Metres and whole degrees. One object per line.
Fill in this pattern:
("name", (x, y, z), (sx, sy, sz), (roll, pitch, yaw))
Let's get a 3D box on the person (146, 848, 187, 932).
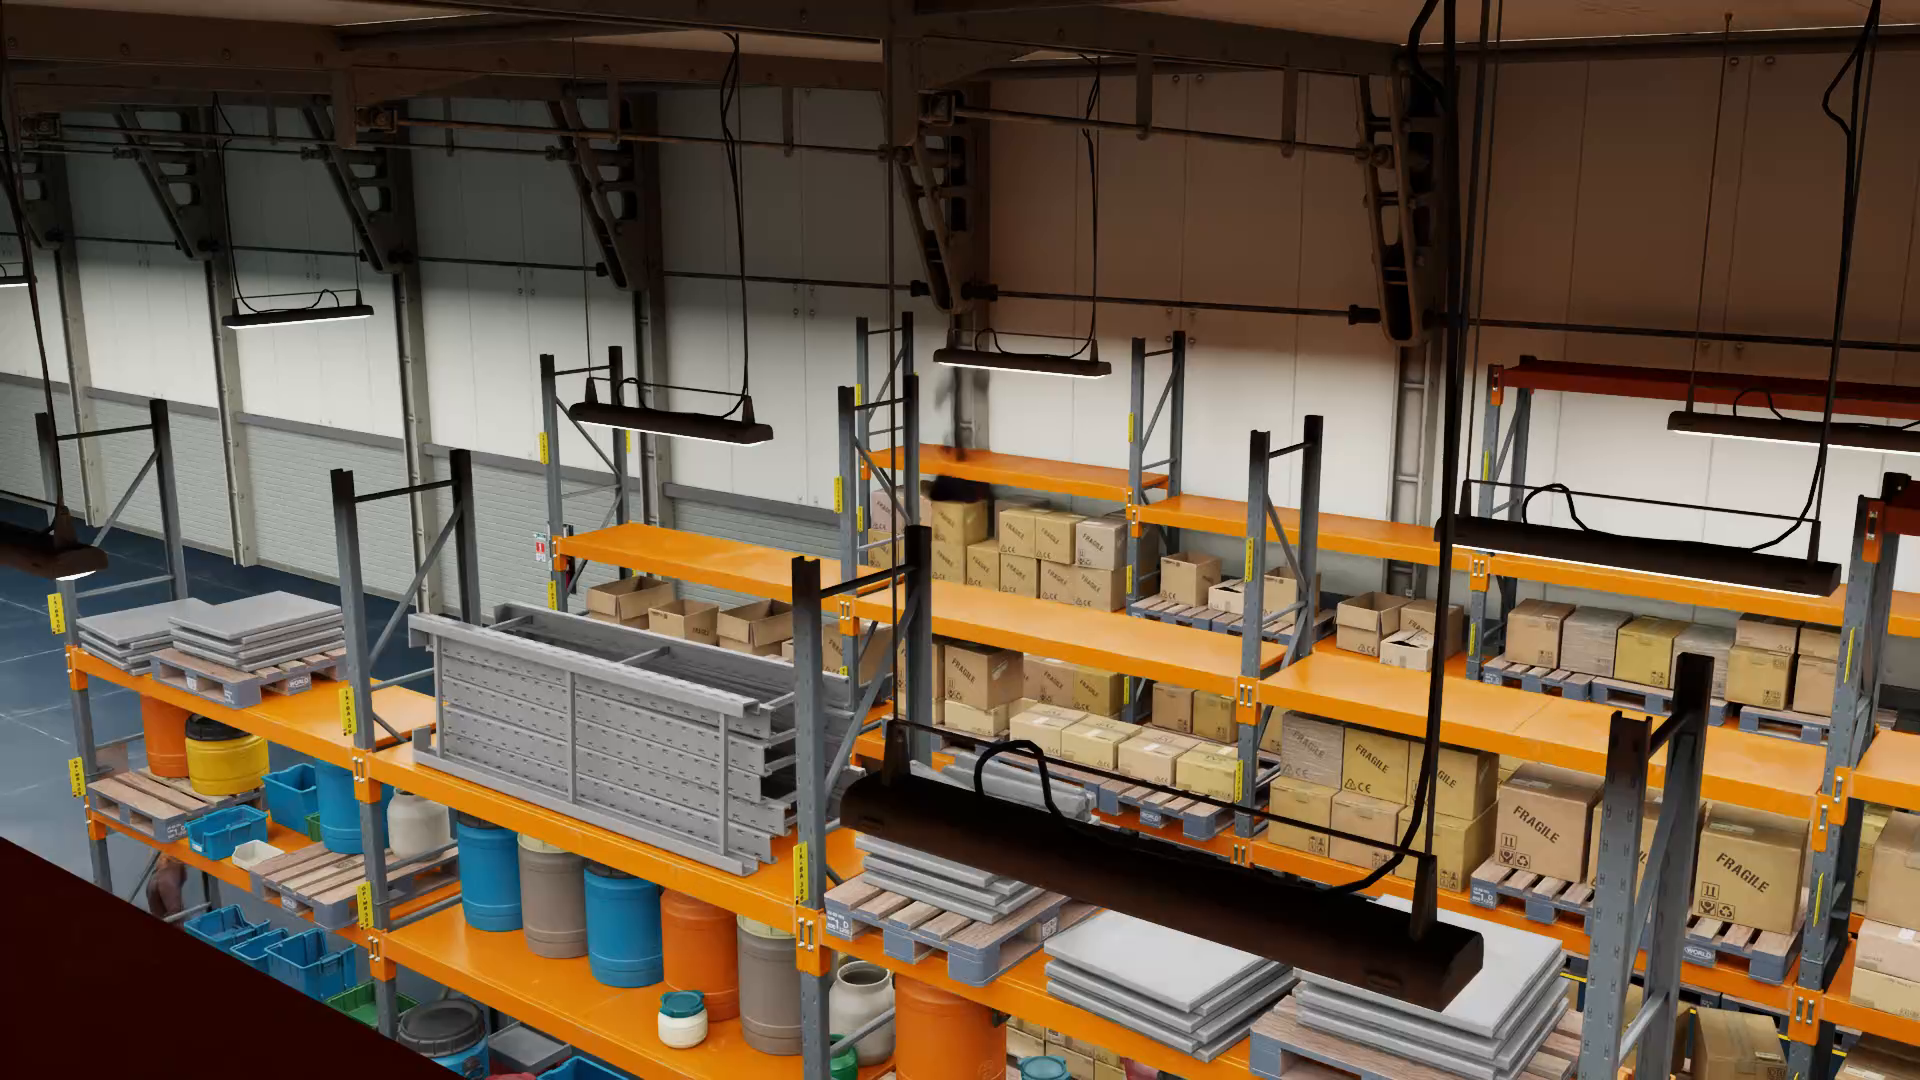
("person", (-7.502, 3.650, 15.763), (0.740, 1.696, 0.759), (-5, 14, -19))
